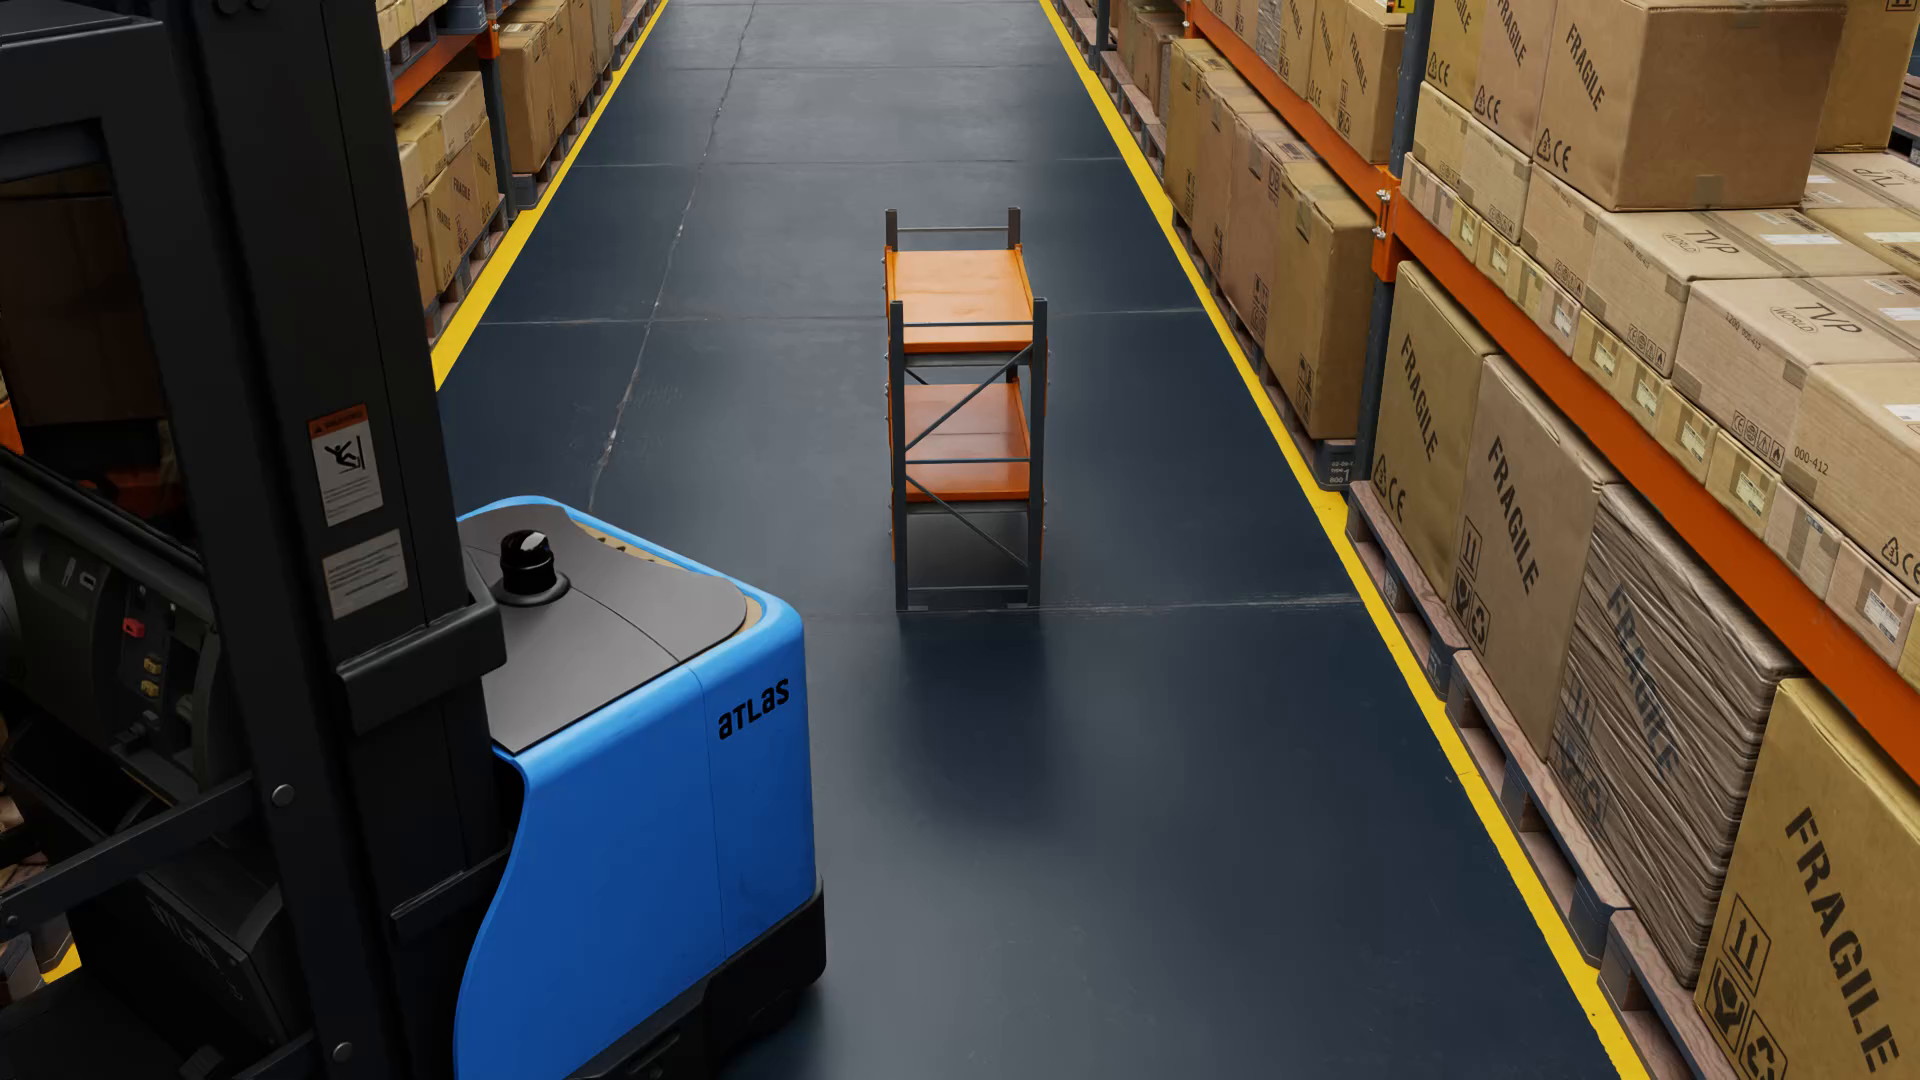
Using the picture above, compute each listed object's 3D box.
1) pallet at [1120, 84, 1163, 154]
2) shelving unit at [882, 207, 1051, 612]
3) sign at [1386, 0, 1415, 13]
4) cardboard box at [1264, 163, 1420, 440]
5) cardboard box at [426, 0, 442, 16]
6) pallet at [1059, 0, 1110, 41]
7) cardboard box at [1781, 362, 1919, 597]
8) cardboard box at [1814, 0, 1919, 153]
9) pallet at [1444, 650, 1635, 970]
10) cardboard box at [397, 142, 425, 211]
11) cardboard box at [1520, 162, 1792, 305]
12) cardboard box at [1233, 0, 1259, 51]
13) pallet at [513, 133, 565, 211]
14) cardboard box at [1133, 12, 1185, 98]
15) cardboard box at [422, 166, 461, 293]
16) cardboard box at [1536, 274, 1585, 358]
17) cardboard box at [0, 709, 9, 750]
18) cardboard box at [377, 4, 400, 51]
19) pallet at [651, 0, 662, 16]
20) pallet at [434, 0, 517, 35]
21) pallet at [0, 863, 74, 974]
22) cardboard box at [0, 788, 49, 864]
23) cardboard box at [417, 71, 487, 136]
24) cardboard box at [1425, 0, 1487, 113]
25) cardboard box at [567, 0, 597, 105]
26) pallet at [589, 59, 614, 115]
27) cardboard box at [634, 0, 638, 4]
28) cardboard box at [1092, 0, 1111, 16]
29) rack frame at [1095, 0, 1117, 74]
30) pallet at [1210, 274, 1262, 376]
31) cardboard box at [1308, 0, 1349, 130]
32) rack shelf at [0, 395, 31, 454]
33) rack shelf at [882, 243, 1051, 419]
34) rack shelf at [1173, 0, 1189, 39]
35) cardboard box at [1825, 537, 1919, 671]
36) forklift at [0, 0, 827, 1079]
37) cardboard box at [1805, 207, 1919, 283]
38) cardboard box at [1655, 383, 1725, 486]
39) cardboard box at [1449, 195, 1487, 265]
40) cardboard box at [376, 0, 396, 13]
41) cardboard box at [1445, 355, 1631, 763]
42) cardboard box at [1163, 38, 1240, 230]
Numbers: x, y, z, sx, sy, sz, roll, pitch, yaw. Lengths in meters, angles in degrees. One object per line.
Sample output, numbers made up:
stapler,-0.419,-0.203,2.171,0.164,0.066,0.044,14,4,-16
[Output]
pallet,1.713,-2.989,11.752,1.003,0.211,1.213,-1,28,-3
shelving unit,0.000,-0.496,5.984,0.538,1.125,1.048,-1,28,-3
sign,1.480,-1.915,5.513,0.100,0.325,0.005,-1,28,-3
cardboard box,1.968,-0.994,6.756,1.225,0.875,0.875,-1,28,-2
cardboard box,-2.599,-2.495,7.607,0.380,0.149,0.250,-1,28,-1
pallet,1.467,-4.787,15.200,1.003,0.211,1.213,-1,28,-3
cardboard box,1.914,-0.125,3.086,0.500,0.250,0.500,-2,28,-4
cardboard box,2.335,-1.415,4.750,0.500,0.500,0.500,-1,28,-2
pallet,2.050,0.699,4.681,1.003,0.211,1.213,-1,28,-3
cardboard box,-2.764,-1.621,7.553,0.500,0.250,0.500,0,28,-1
cardboard box,1.838,-0.828,4.434,0.500,0.250,0.500,-1,28,-1
cardboard box,1.626,-2.641,7.961,0.500,0.500,0.500,-2,28,-4
pallet,-3.112,-2.359,10.544,1.003,0.211,1.213,-1,28,-3
cardboard box,1.650,-3.473,11.892,0.700,0.500,0.500,-4,28,-7
cardboard box,-2.783,-1.526,8.180,0.500,0.500,0.500,-3,28,-5
cardboard box,1.773,-0.600,4.429,0.380,0.149,0.250,-1,28,-2
cardboard box,-2.504,0.422,4.182,0.380,0.149,0.250,-1,28,-2
cardboard box,-2.553,-2.126,6.901,0.380,0.149,0.250,-3,28,-5
pallet,-3.443,-5.320,16.221,1.003,0.211,1.213,-1,28,-3
pallet,-3.002,-2.817,8.616,1.213,0.211,1.003,-1,28,-3
pallet,-2.800,0.729,4.625,1.003,0.211,1.213,-1,28,-3
cardboard box,-2.489,0.707,4.280,0.380,0.149,0.250,-3,28,-5
cardboard box,-2.848,-2.330,8.911,0.500,0.250,0.500,-2,28,-4
cardboard box,1.791,-1.625,5.152,0.500,0.500,0.500,-1,28,-3
cardboard box,-3.186,-3.535,11.762,1.050,0.750,0.750,-1,28,-3
pallet,-3.239,-3.485,12.704,1.003,0.211,1.213,-1,28,-3
cardboard box,-3.414,-5.450,15.299,0.875,0.875,0.875,-2,28,-3
cardboard box,1.475,-4.962,14.769,0.500,0.500,0.500,-4,28,-7
rack frame,1.604,-5.149,12.879,1.000,3.000,0.127,-1,28,-3
pallet,1.839,-1.138,8.203,1.003,0.211,1.213,-1,28,-3
cardboard box,1.706,-1.937,6.613,0.500,0.500,0.500,-1,28,-1
rack shelf,-2.832,-0.139,4.051,1.077,0.370,4.000,-1,28,-3
rack shelf,0.000,-0.755,5.849,0.538,0.278,1.000,-1,28,-3
rack shelf,1.708,-3.907,11.275,1.077,0.370,4.000,-1,28,-3
cardboard box,1.856,0.111,3.066,0.380,0.149,0.250,-1,28,-3
forklift,-1.647,0.188,2.720,1.130,2.935,3.031,21,34,34
cardboard box,2.386,-0.614,4.024,0.500,0.250,0.500,-2,28,-4
cardboard box,1.814,-0.244,3.746,0.380,0.149,0.250,-1,28,-2
cardboard box,1.733,-0.956,5.111,0.380,0.149,0.250,-1,28,-1
cardboard box,-2.558,-2.265,6.845,0.380,0.149,0.250,0,28,-1
cardboard box,2.023,0.023,4.805,0.875,0.875,0.875,-1,28,-3
cardboard box,1.828,-2.227,9.120,1.225,0.875,0.875,-3,28,-5
